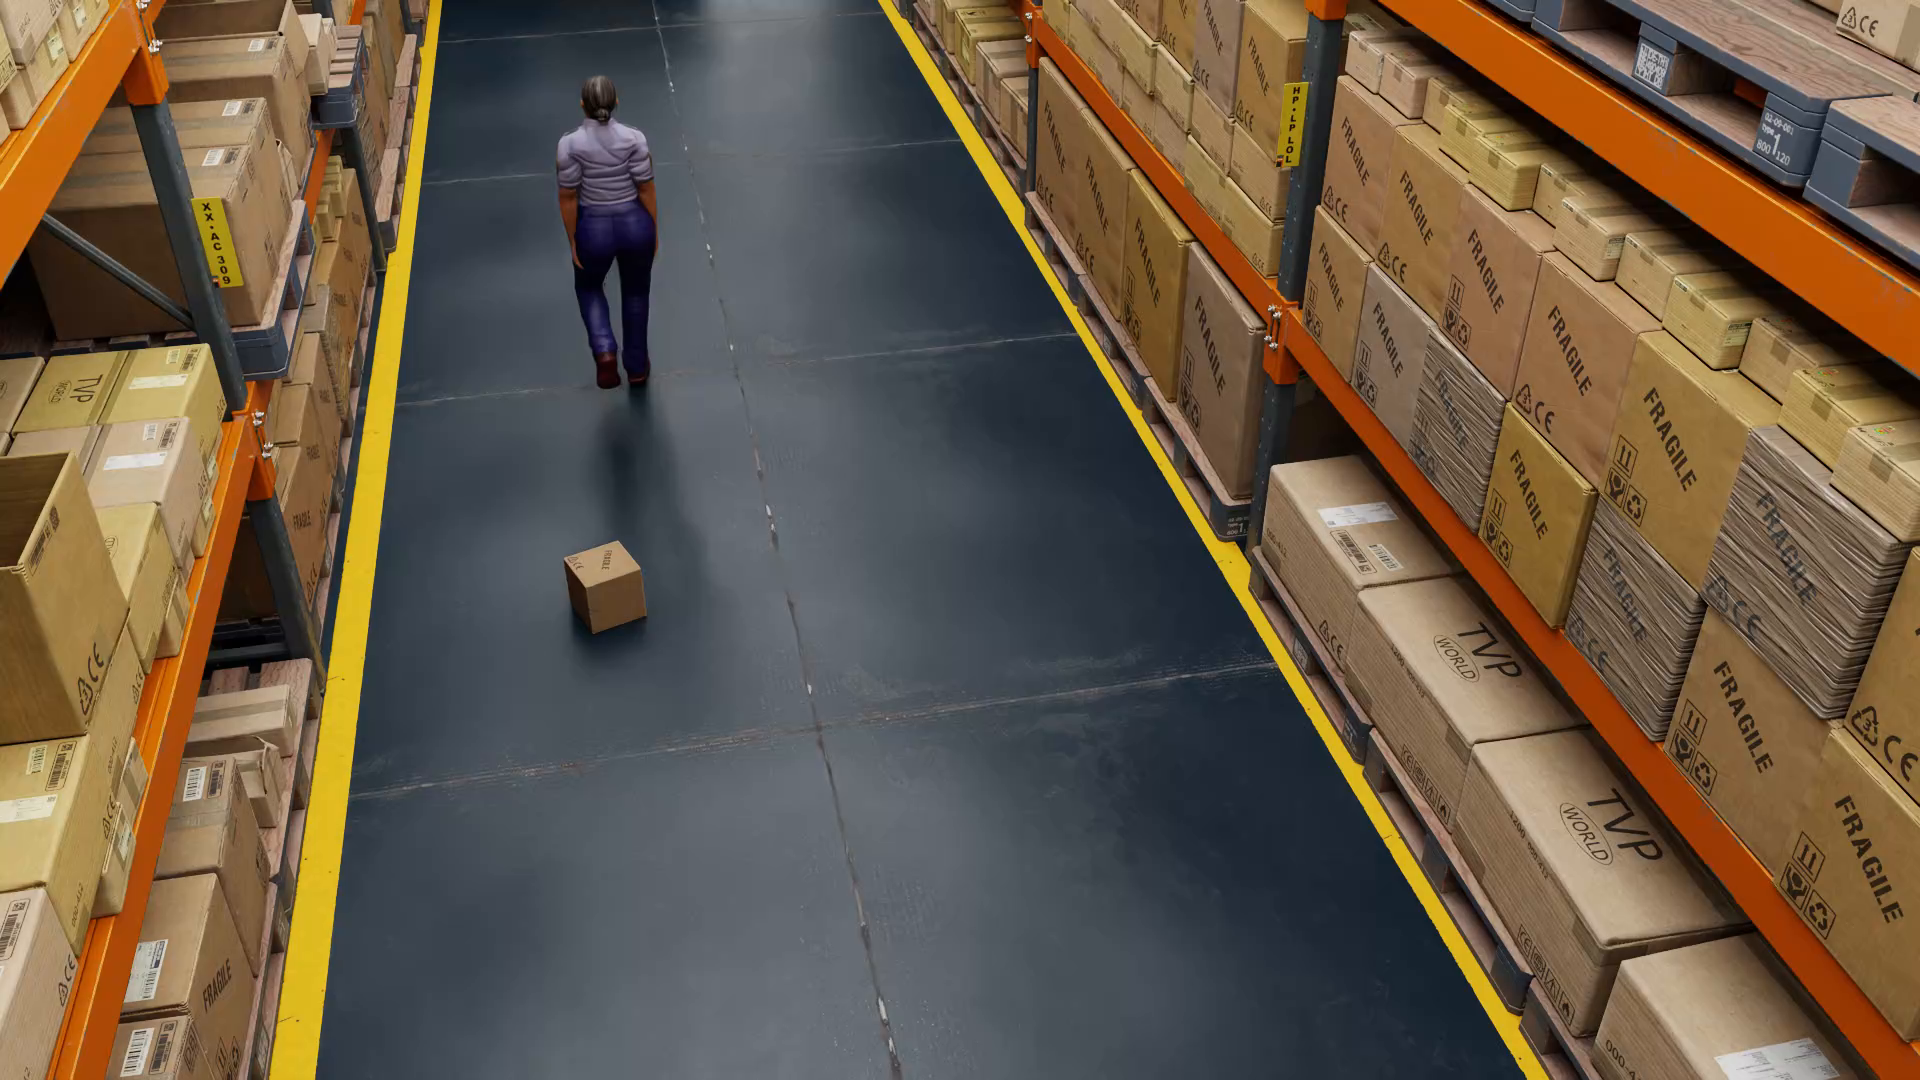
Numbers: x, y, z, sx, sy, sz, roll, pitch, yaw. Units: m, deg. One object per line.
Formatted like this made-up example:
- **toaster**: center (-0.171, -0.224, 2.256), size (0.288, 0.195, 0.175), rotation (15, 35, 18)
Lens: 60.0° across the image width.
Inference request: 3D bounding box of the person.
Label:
- **person**: center (-1.737, -1.513, 8.316), size (0.472, 1.631, 0.497), rotation (-8, 35, -11)
